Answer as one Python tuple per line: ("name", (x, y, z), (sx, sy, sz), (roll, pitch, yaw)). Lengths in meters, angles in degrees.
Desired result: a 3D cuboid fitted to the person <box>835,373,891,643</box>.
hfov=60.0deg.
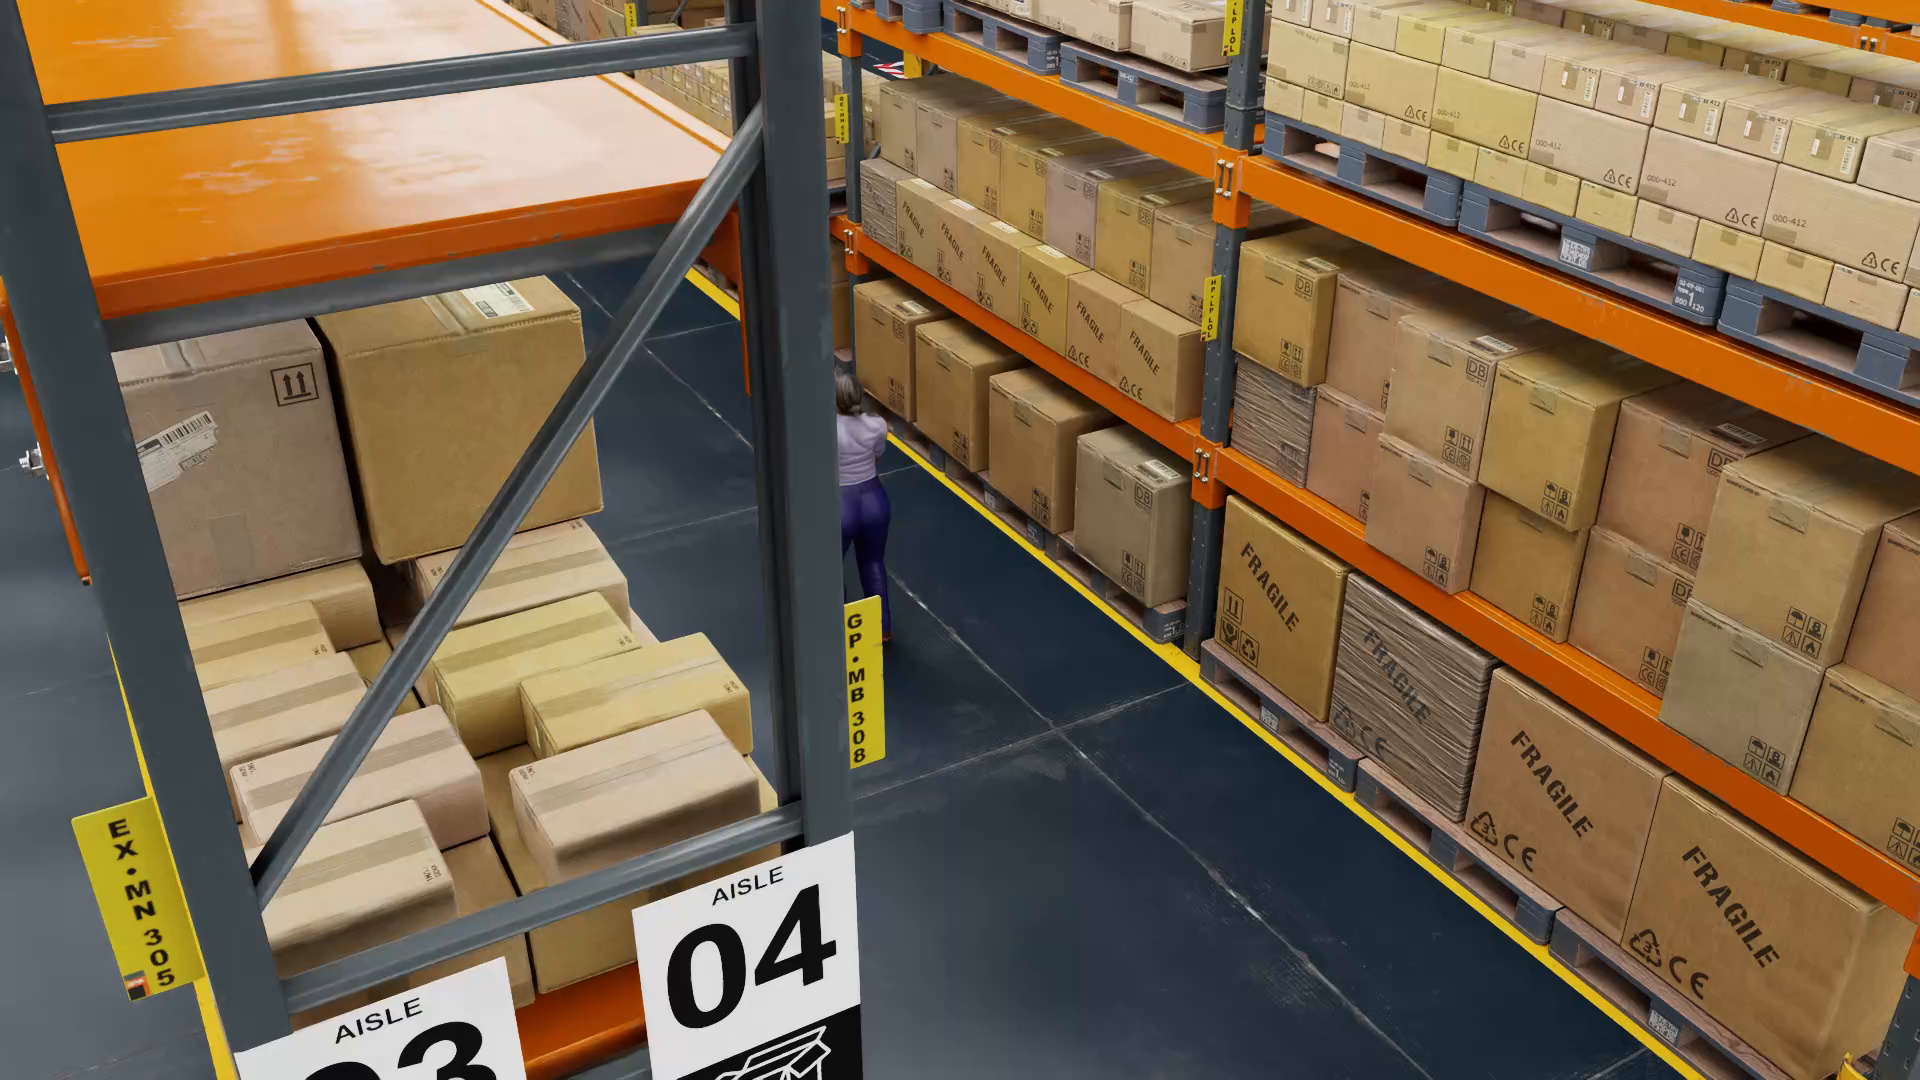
("person", (-0.632, -0.185, 8.914), (0.453, 1.637, 0.523), (-15, 33, -25))
